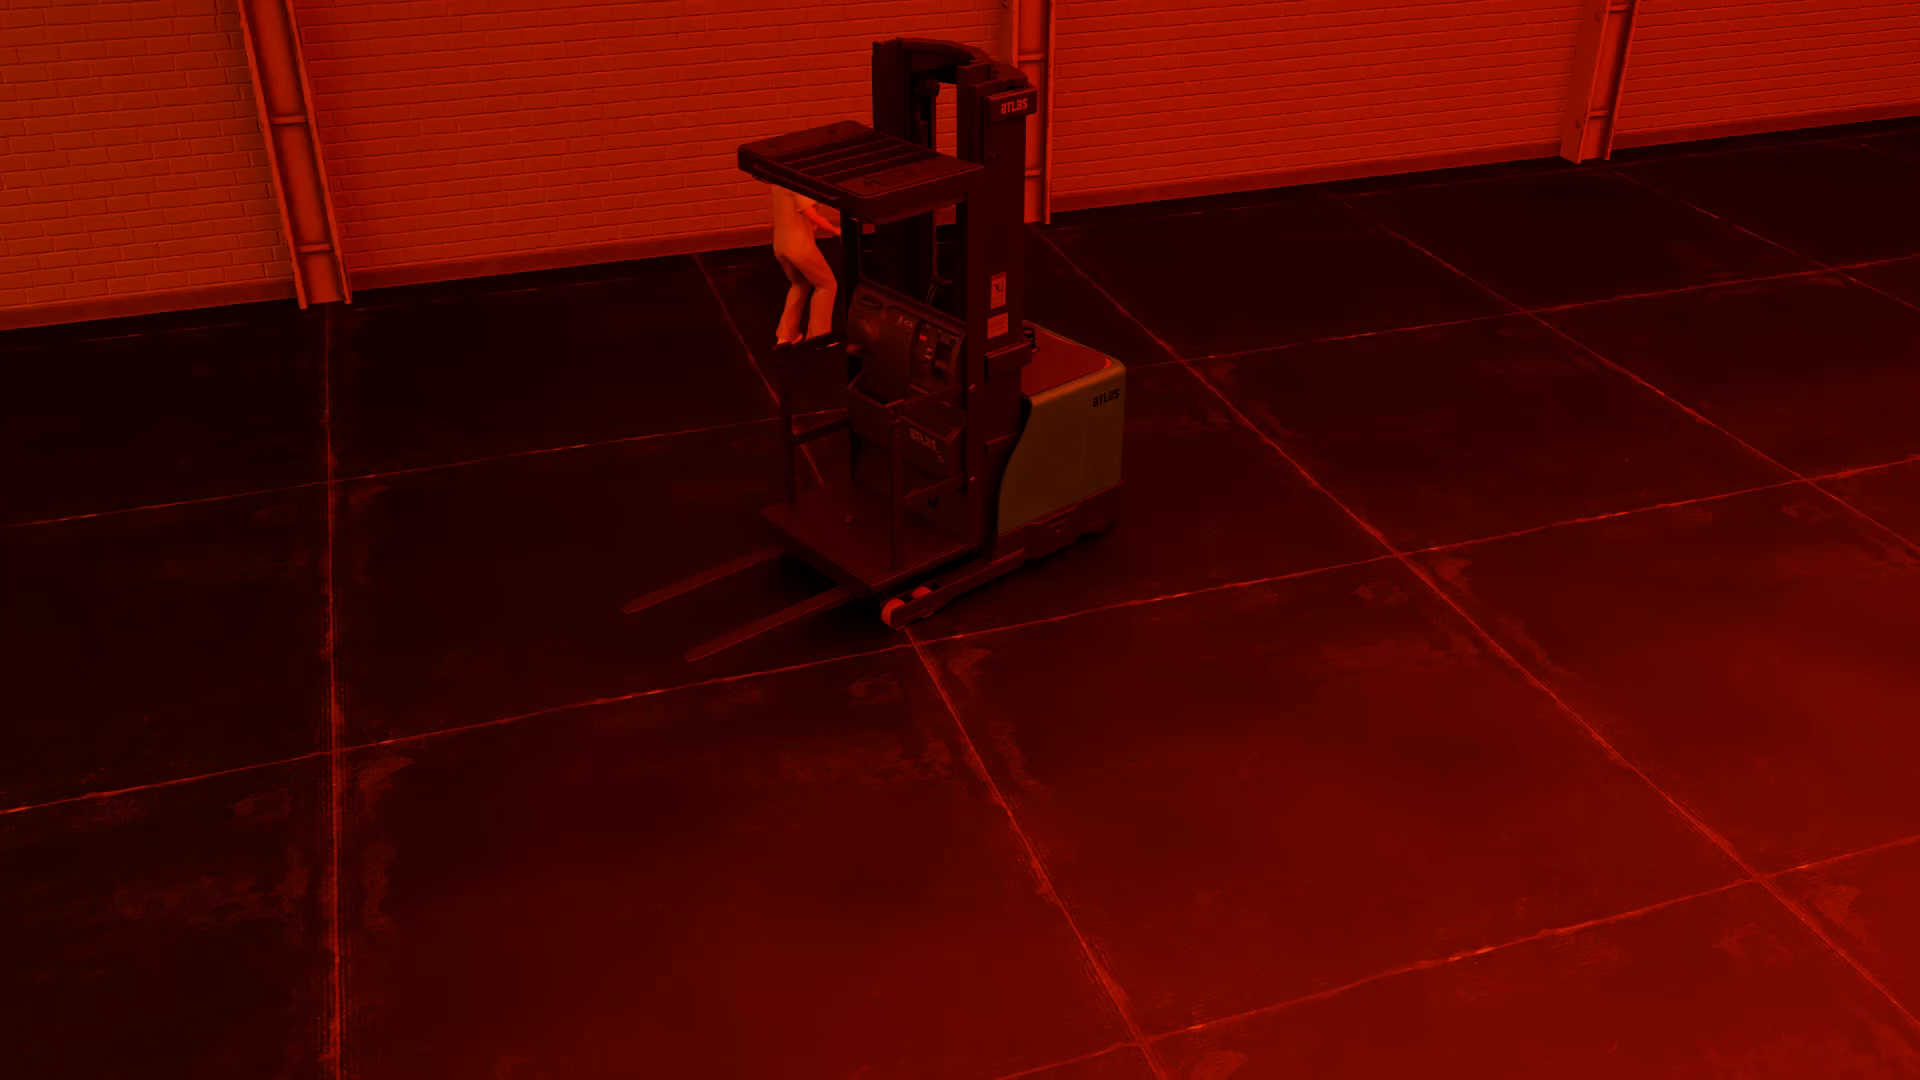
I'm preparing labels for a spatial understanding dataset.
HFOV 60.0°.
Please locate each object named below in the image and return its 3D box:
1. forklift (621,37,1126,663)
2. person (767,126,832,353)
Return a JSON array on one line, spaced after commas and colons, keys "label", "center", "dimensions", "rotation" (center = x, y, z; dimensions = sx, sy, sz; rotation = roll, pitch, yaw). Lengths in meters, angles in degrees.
[{"label": "forklift", "center": [-0.461, -1.072, 8.951], "dimensions": [3.031, 2.935, 1.130], "rotation": [-23, 37, -34]}, {"label": "person", "center": [-1.221, -2.197, 12.170], "dimensions": [0.376, 1.672, 0.435], "rotation": [-17, 34, -27]}]
